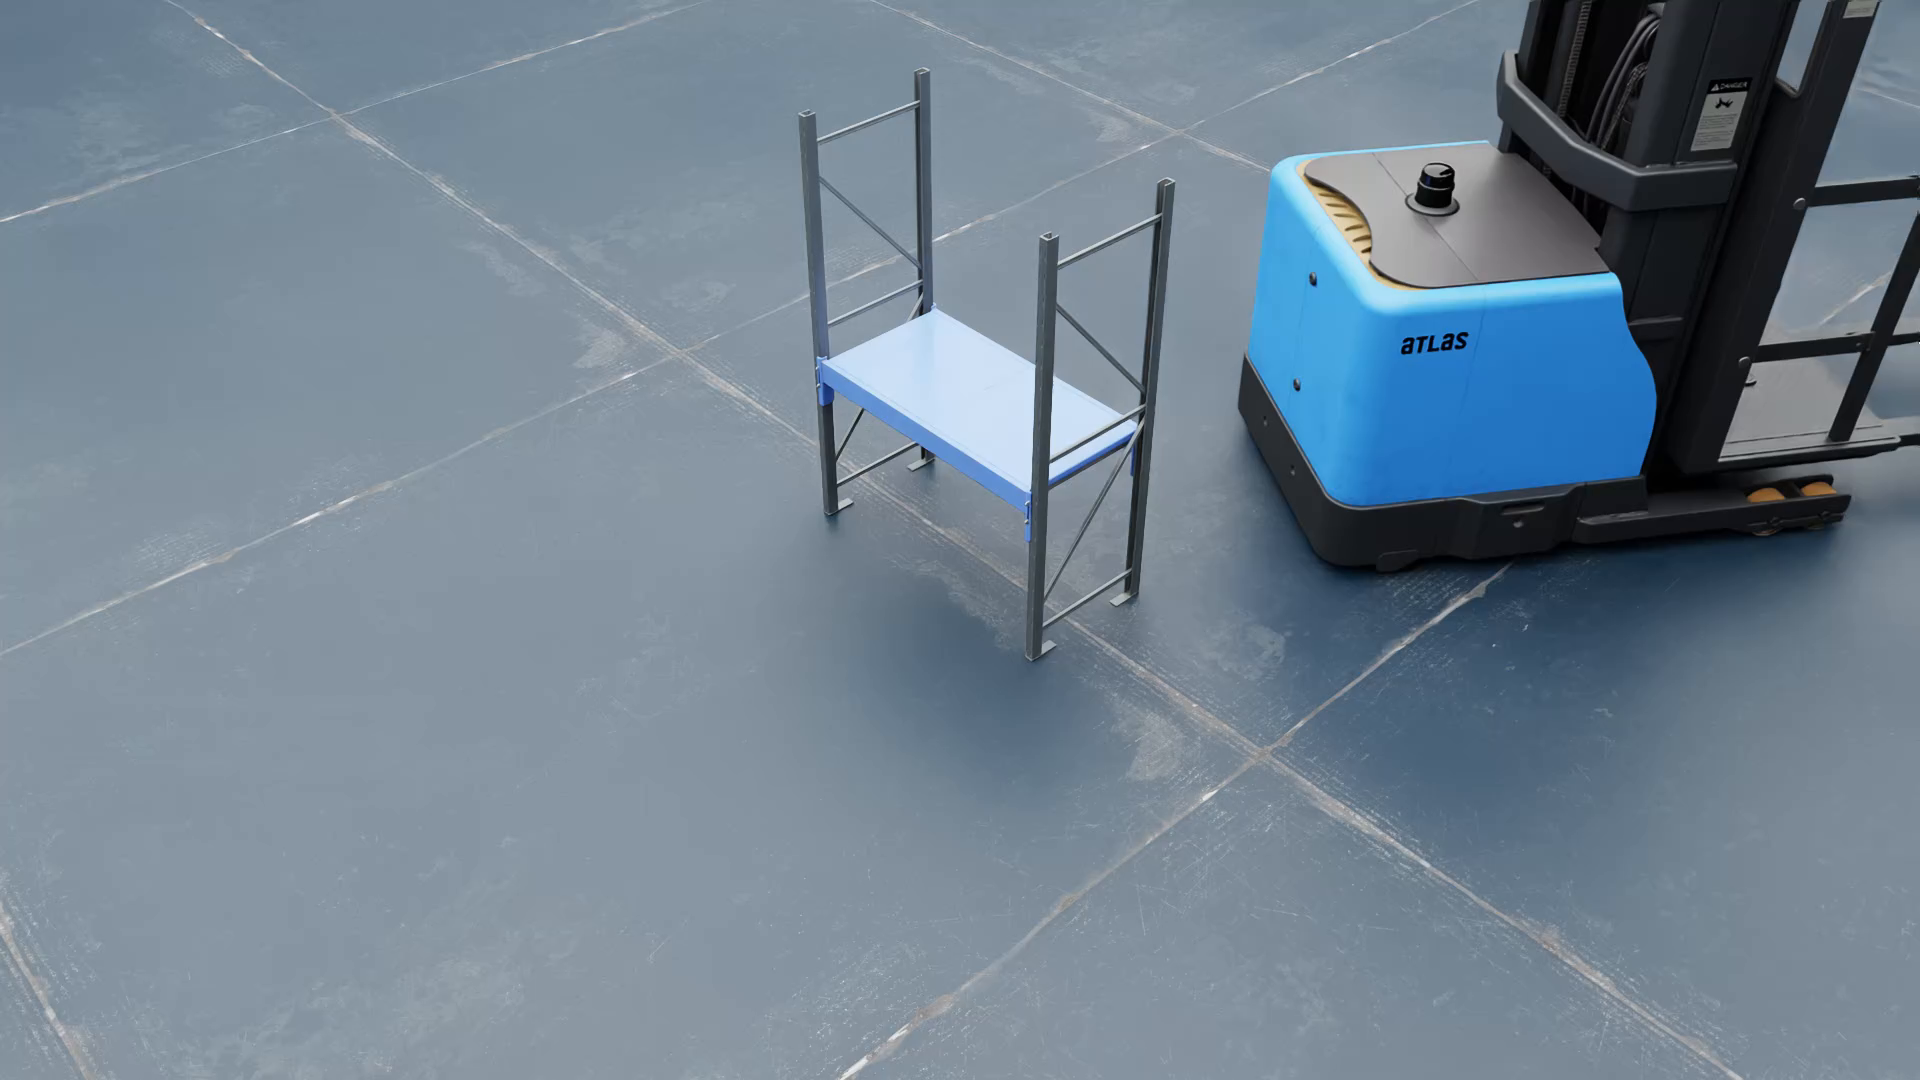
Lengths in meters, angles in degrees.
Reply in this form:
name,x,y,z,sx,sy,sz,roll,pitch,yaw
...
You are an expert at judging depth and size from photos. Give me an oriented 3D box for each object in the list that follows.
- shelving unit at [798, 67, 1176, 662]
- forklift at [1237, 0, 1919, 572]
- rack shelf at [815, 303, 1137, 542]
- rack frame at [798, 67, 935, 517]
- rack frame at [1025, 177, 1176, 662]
name,x,y,z,sx,sy,sz,roll,pitch,yaw
shelving unit,0.058,-0.544,5.230,0.538,1.500,1.048,-30,48,-32
forklift,2.610,-1.476,5.245,3.031,2.935,1.130,-6,39,-8
rack shelf,0.058,-0.404,5.343,0.538,0.185,1.000,-30,48,-32
rack frame,-0.286,-0.779,5.521,0.500,1.500,0.032,-30,48,-32
rack frame,0.402,-0.309,4.939,0.500,1.500,0.032,-30,48,-32
